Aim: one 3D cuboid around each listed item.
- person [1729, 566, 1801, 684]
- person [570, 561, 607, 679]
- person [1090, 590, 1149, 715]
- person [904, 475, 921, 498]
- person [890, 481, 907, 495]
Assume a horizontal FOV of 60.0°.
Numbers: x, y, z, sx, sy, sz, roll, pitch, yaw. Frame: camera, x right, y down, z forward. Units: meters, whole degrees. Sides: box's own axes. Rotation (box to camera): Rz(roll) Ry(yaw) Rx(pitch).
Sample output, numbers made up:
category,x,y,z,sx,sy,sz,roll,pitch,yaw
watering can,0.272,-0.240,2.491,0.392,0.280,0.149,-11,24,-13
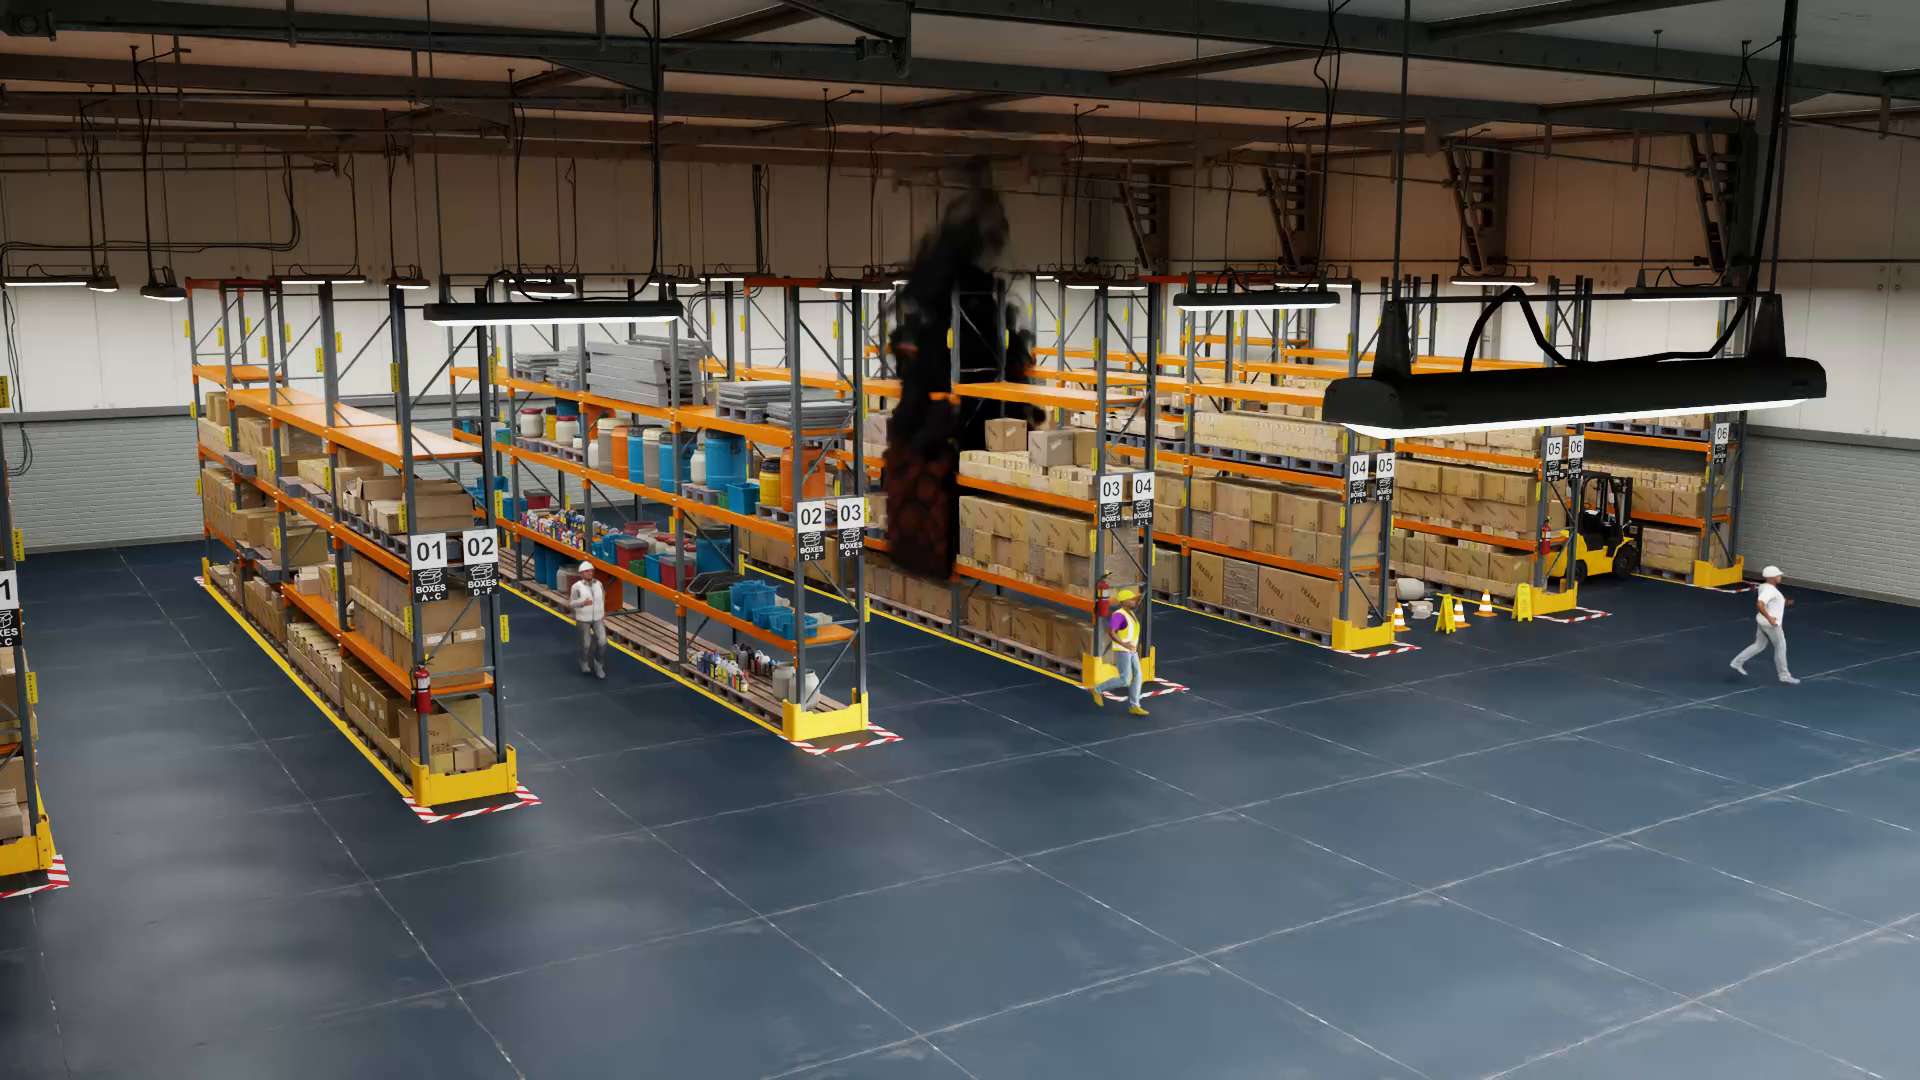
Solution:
category,x,y,z,sx,sy,sz,roll,pitch,yaw
person,12.179,1.262,25.025,0.983,1.758,0.698,2,10,9
person,-5.642,1.231,25.403,0.637,1.814,0.711,-6,11,-30
person,2.346,1.565,23.530,0.867,1.719,0.764,5,11,26
person,-0.896,-0.613,36.410,0.664,1.742,0.518,-5,11,-30
person,-1.554,-1.544,42.327,0.660,1.656,0.566,5,11,27
